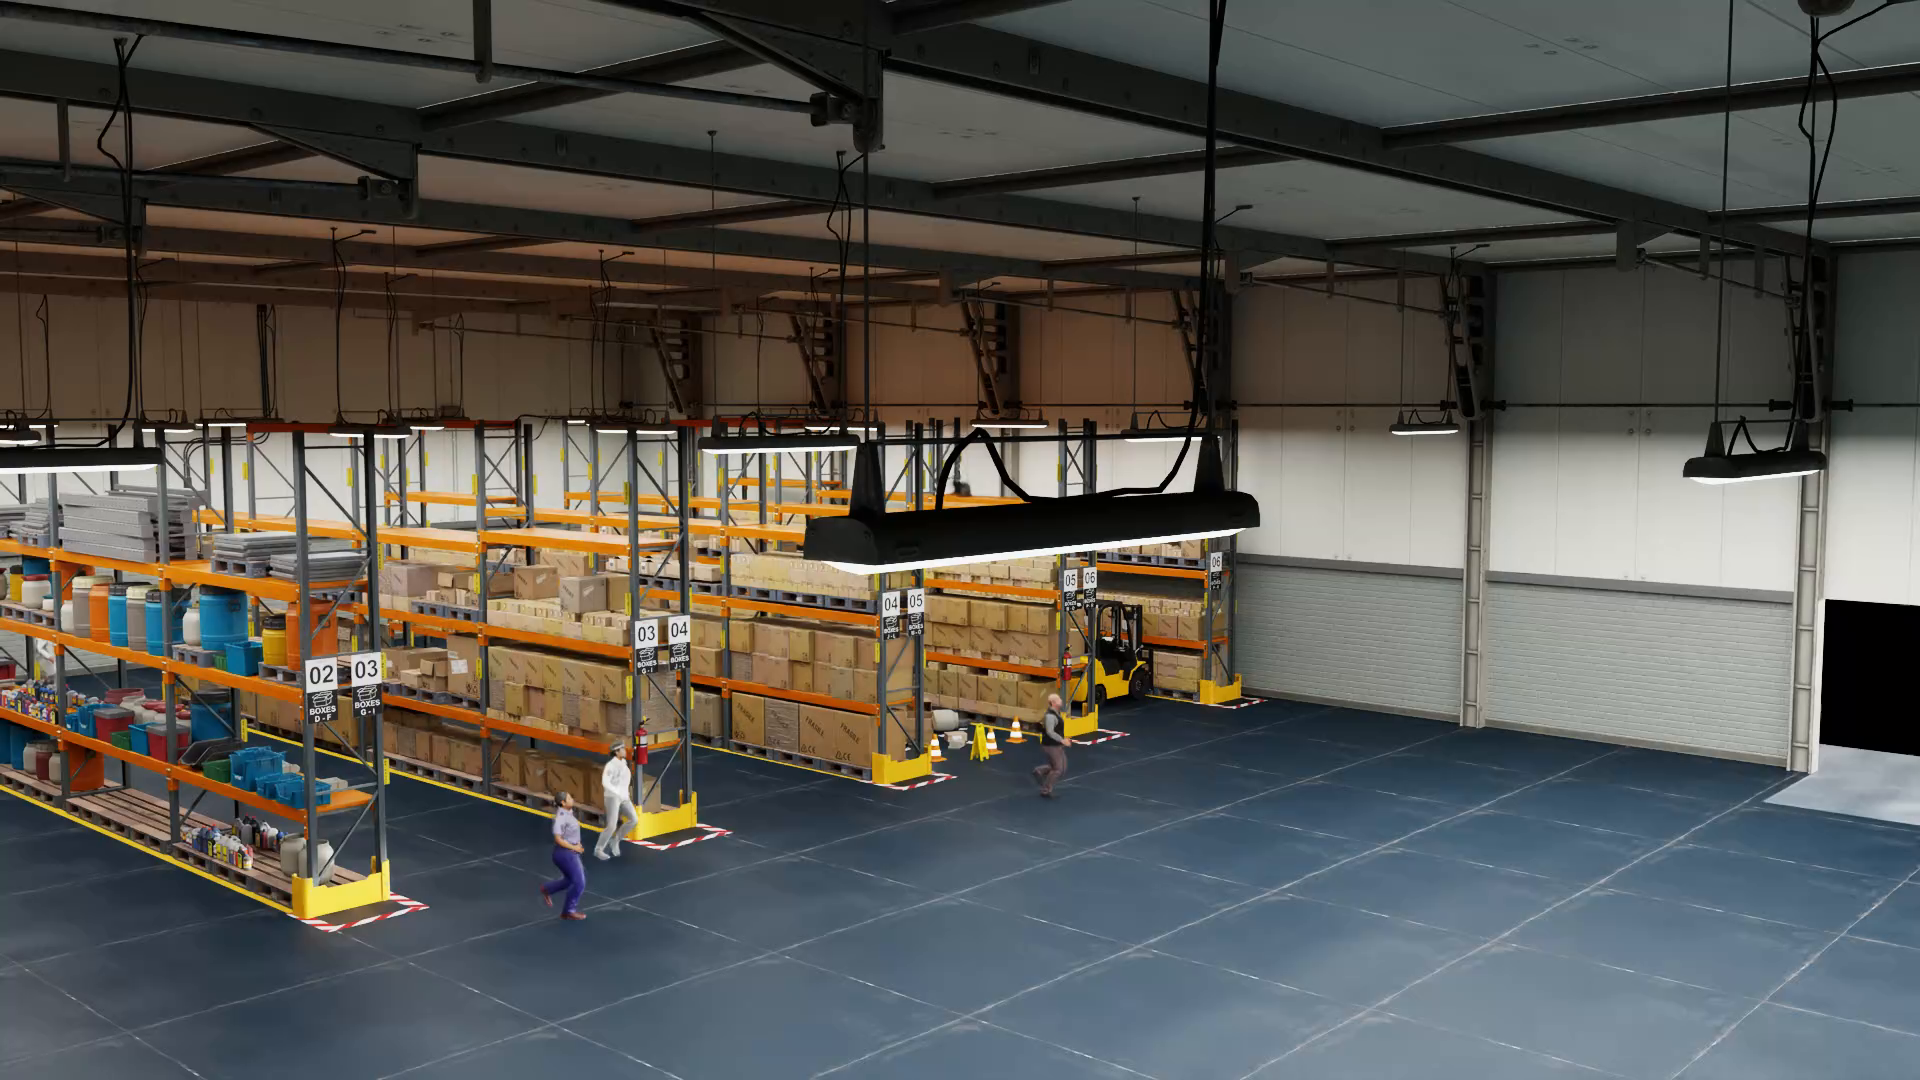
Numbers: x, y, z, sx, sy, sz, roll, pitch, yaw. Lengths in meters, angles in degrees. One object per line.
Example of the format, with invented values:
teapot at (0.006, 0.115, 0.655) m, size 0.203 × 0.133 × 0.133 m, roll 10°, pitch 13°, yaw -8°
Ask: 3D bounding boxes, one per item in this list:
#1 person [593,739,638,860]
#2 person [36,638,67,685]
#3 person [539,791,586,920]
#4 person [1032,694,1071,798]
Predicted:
person at (-4.769, 3.606, 23.261) m, size 0.580 × 1.637 × 0.674 m, roll 2°, pitch 5°, yaw 22°
person at (-19.152, 2.589, 34.902) m, size 0.903 × 1.763 × 0.728 m, roll -2°, pitch 5°, yaw -26°
person at (-4.893, 3.870, 20.426) m, size 0.562 × 1.601 × 0.609 m, roll -1°, pitch 5°, yaw -13°
person at (1.483, 3.310, 26.812) m, size 0.646 × 1.688 × 0.681 m, roll 1°, pitch 5°, yaw 9°
